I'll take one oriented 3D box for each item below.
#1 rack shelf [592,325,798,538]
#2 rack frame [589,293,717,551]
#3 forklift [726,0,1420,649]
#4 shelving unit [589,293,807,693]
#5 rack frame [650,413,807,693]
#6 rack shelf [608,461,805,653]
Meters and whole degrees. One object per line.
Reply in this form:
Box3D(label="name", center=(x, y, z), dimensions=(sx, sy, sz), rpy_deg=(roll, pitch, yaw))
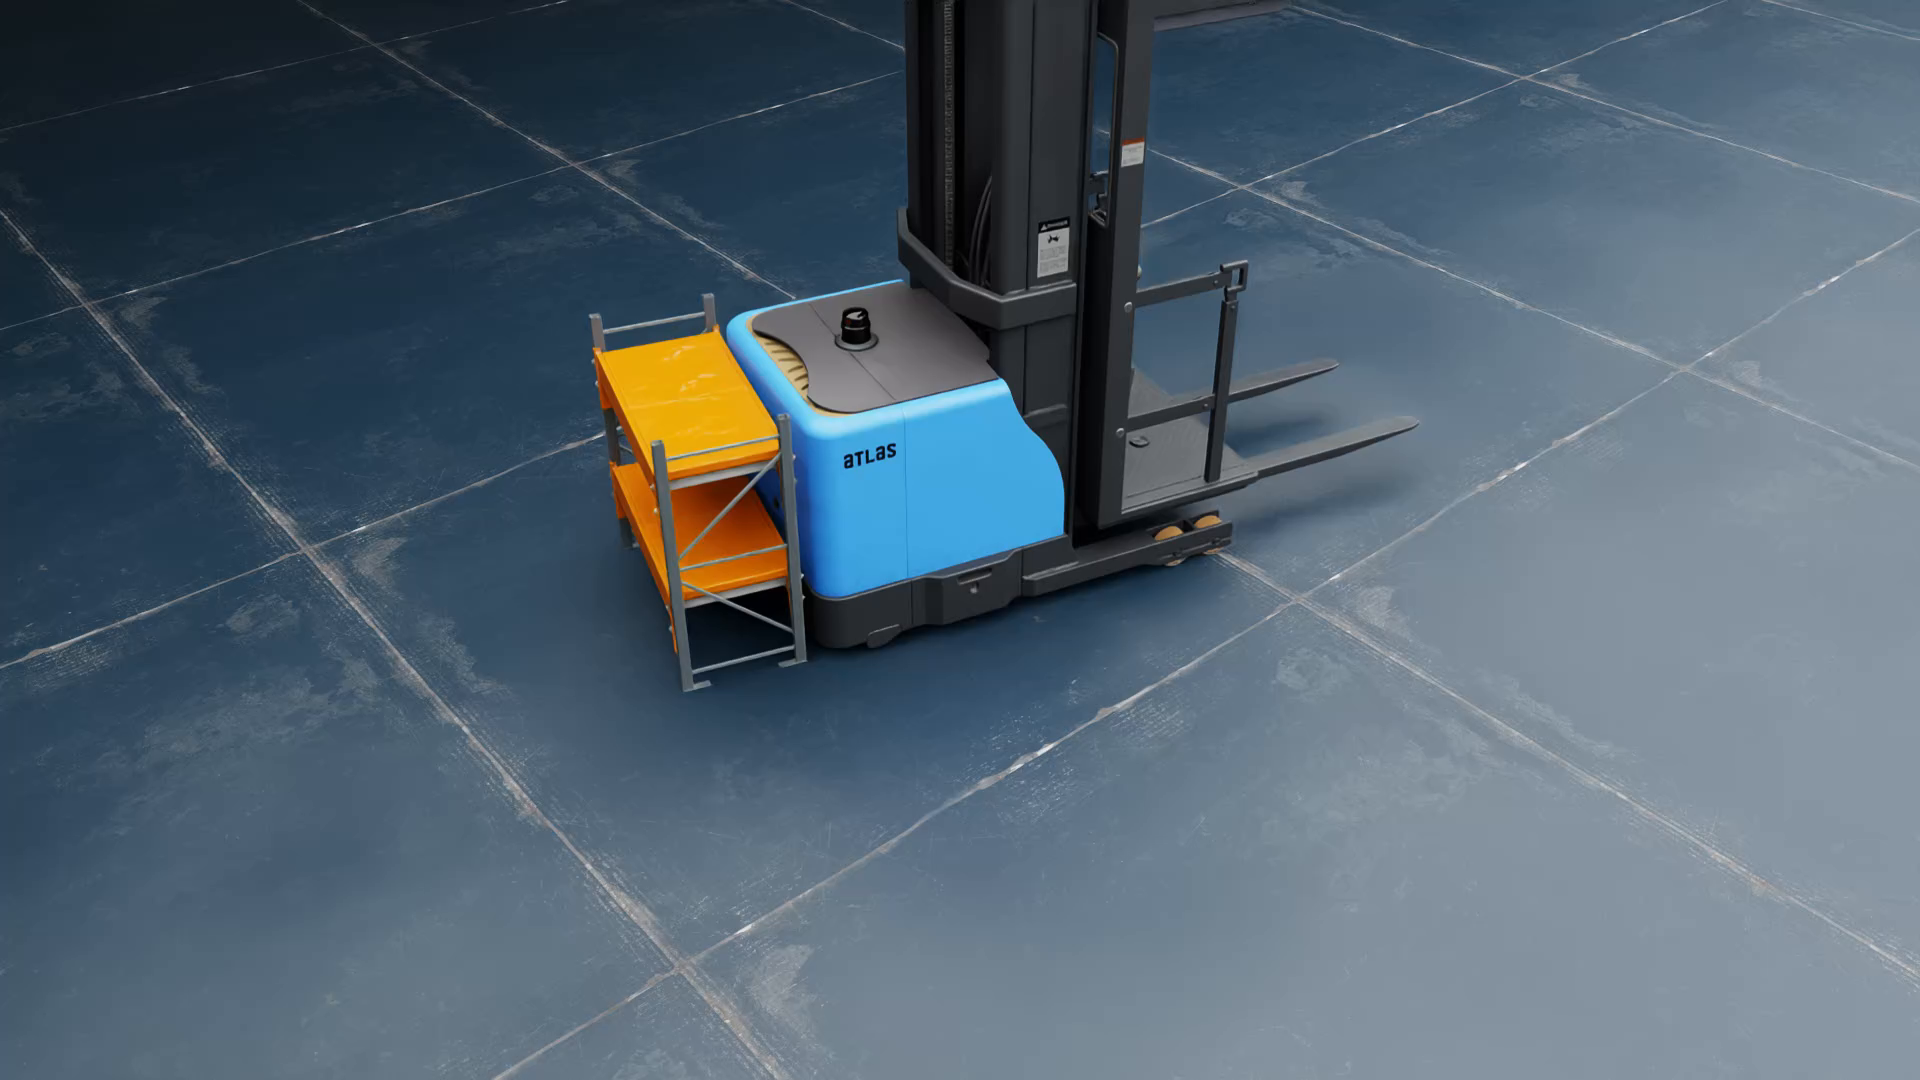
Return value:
Box3D(label="rack shelf", center=(-1.034, -0.442, 6.395), dimensions=(0.538, 0.278, 1.000), rpy_deg=(-13, 37, -18))
Box3D(label="rack frame", center=(-1.227, -0.475, 6.948), dimensions=(0.500, 1.125, 0.032), rpy_deg=(-13, 37, -18))
Box3D(label="forklift", center=(0.604, -1.344, 6.612), dimensions=(3.031, 2.935, 1.130), rpy_deg=(-16, 38, -21))
Box3D(label="shelving unit", center=(-1.034, -0.203, 6.564), dimensions=(0.538, 1.125, 1.048), rpy_deg=(-13, 37, -18))
Box3D(label="rack frame", center=(-0.842, 0.069, 6.180), dimensions=(0.500, 1.125, 0.032), rpy_deg=(-13, 37, -18))
Box3D(label="rack shelf", center=(-1.034, -0.004, 6.705), dimensions=(0.538, 0.278, 1.000), rpy_deg=(-13, 37, -18))
